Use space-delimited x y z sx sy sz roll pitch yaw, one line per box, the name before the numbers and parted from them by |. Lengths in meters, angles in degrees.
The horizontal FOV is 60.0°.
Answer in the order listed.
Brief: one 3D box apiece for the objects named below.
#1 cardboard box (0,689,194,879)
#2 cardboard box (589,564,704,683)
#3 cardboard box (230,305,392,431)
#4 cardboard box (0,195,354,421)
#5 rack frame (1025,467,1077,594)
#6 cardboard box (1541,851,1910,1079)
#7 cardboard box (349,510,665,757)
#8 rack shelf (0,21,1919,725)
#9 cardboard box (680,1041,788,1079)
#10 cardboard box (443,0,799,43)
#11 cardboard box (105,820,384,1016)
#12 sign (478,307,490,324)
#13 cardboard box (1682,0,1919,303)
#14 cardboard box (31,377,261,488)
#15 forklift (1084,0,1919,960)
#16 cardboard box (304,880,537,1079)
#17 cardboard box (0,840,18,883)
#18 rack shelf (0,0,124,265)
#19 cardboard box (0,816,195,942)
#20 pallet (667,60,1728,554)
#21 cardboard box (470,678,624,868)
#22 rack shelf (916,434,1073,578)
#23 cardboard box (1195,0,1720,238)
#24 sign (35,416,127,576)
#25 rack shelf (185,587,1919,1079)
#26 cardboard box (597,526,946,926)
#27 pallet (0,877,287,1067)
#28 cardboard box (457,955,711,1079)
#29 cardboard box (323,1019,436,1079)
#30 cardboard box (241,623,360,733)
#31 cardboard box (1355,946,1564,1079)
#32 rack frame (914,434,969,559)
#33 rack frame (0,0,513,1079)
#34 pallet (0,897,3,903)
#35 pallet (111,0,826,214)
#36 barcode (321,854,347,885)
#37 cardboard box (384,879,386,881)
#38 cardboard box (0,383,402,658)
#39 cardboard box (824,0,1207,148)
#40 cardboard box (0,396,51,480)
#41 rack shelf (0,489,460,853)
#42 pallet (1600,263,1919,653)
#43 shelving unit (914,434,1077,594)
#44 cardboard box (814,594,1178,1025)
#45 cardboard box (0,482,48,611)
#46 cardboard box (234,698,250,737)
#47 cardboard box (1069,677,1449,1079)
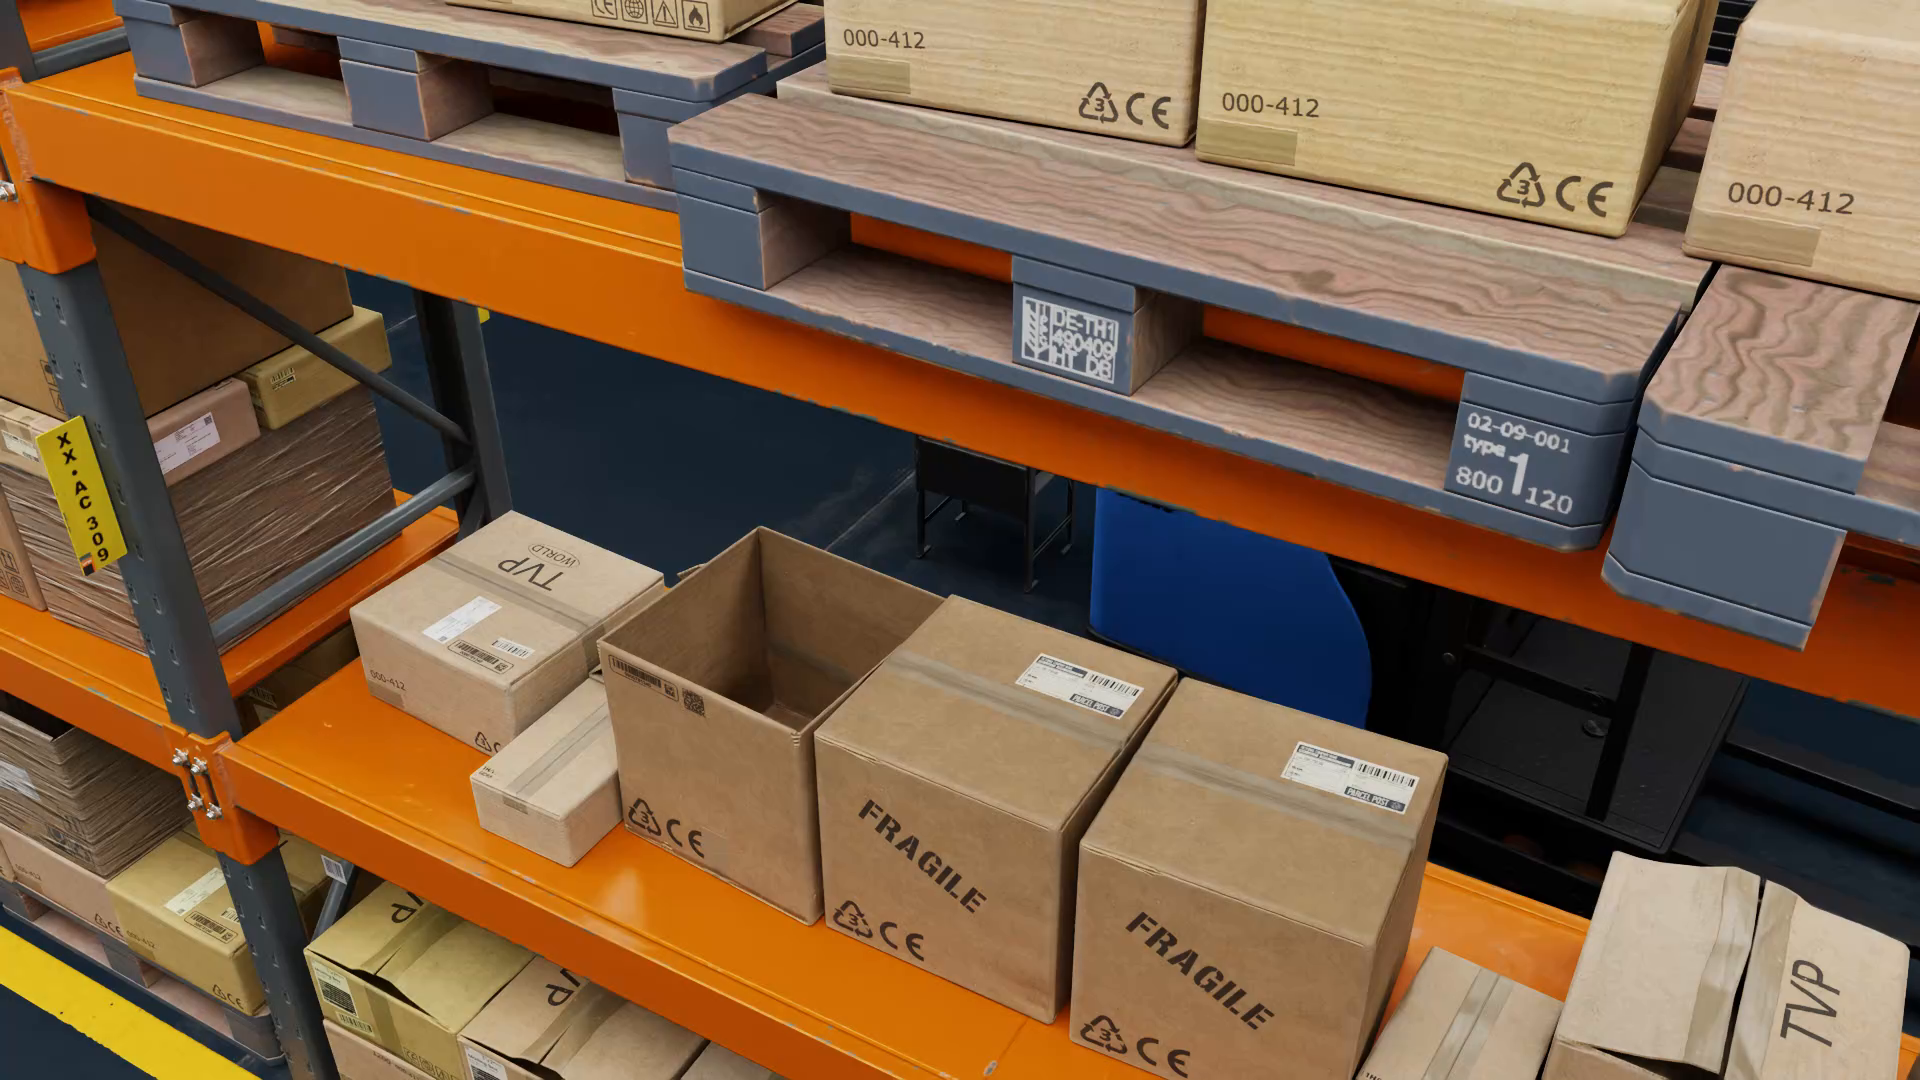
cardboard box | -2.416 0.533 4.669 0.500 0.500 0.500 18 37 24
cardboard box | -0.622 0.250 3.789 0.258 0.266 0.396 17 37 23
cardboard box | -1.614 -0.438 4.026 0.250 0.149 0.380 18 37 24
cardboard box | -1.865 -0.660 3.774 0.500 0.500 0.700 18 38 25
rack frame | 0.356 -0.761 5.999 0.015 2.100 0.400 18 37 24
cardboard box | 1.316 0.839 2.865 0.500 0.311 0.500 17 37 24
cardboard box | -1.028 0.217 3.852 0.500 0.250 0.500 20 39 27
rack shelf | 0.260 -0.358 2.525 4.000 0.370 1.077 18 37 24
cardboard box | -0.360 1.292 3.699 0.500 0.311 0.500 16 37 23
cardboard box | -0.468 -0.996 2.590 0.500 0.250 0.500 14 36 20
cardboard box | -1.988 0.988 4.662 0.500 0.250 0.500 18 37 24
sign | -1.216 -0.672 4.080 0.005 0.325 0.100 18 37 24
cardboard box | 1.110 -0.453 1.775 0.500 0.250 0.500 19 38 26
cardboard box | -1.819 -0.243 3.733 0.250 0.149 0.380 18 37 24
forklift | 1.933 -0.418 4.734 3.031 2.935 1.130 21 39 29
cardboard box | -1.242 1.010 4.122 0.500 0.311 0.500 18 38 25
cardboard box | -2.858 0.715 5.071 0.500 0.250 0.500 18 37 24
rack shelf | -3.213 -1.458 4.177 4.000 0.370 1.077 18 37 24
cardboard box | -2.417 0.846 4.876 0.500 0.250 0.500 18 37 24
pallet | 0.390 -0.479 2.227 1.213 0.211 1.003 19 38 27
cardboard box | -0.809 0.487 3.539 0.250 0.149 0.380 18 37 24
rack shelf | 0.144 -0.234 6.495 0.480 0.518 0.431 18 37 24
cardboard box | 0.619 -0.616 2.019 0.500 0.250 0.500 17 37 23
sign | -1.751 -0.085 3.319 0.005 0.325 0.100 18 37 24
rack shelf | 0.260 0.890 3.356 4.000 0.370 1.077 18 37 24
cardboard box | -0.361 0.363 3.408 0.500 0.500 0.500 20 39 28
pallet | -2.146 0.962 5.114 1.213 0.211 1.003 18 37 24
cardboard box | -0.810 1.151 3.912 0.500 0.311 0.500 17 37 24
cardboard box | -1.249 1.241 4.283 0.500 0.250 0.500 17 37 23
cardboard box | -1.724 0.420 4.838 0.500 0.500 0.500 18 37 24
cardboard box | 0.861 0.922 2.886 0.250 0.149 0.380 21 39 28
rack frame | -0.068 -0.896 6.200 0.015 2.100 0.400 18 37 24
rack frame | -1.477 0.041 3.983 0.127 3.000 1.000 18 37 24
pallet | -3.210 0.627 5.617 1.213 0.211 1.003 18 37 24
pallet | -0.704 -0.892 2.849 1.217 0.209 0.805 16 37 23
barcode | -1.462 0.769 3.881 0.075 0.075 0.001 18 37 24
cardboard box | -1.729 0.737 5.039 0.500 0.250 0.500 18 37 24
cardboard box | -1.865 -0.120 4.134 0.500 0.500 0.700 17 37 23
cardboard box | 0.153 -0.765 2.243 0.500 0.250 0.500 14 36 20
cardboard box | -2.033 -0.312 3.836 0.250 0.149 0.380 17 37 23
rack shelf | -3.213 -0.210 5.008 4.000 0.370 1.077 18 37 24
pallet | 1.363 -0.173 1.767 1.003 0.211 1.213 19 38 27
shelving unit | 0.144 -0.828 6.100 0.503 2.100 0.431 18 37 24
cardboard box | 0.074 0.501 3.202 0.500 0.500 0.500 18 38 24
cardboard box | -2.326 -0.262 4.347 0.500 0.500 0.700 17 37 24
cardboard box | -2.162 0.286 5.039 0.500 0.500 0.500 18 37 24
cardboard box | 0.531 0.646 2.984 0.500 0.500 0.500 16 37 22
